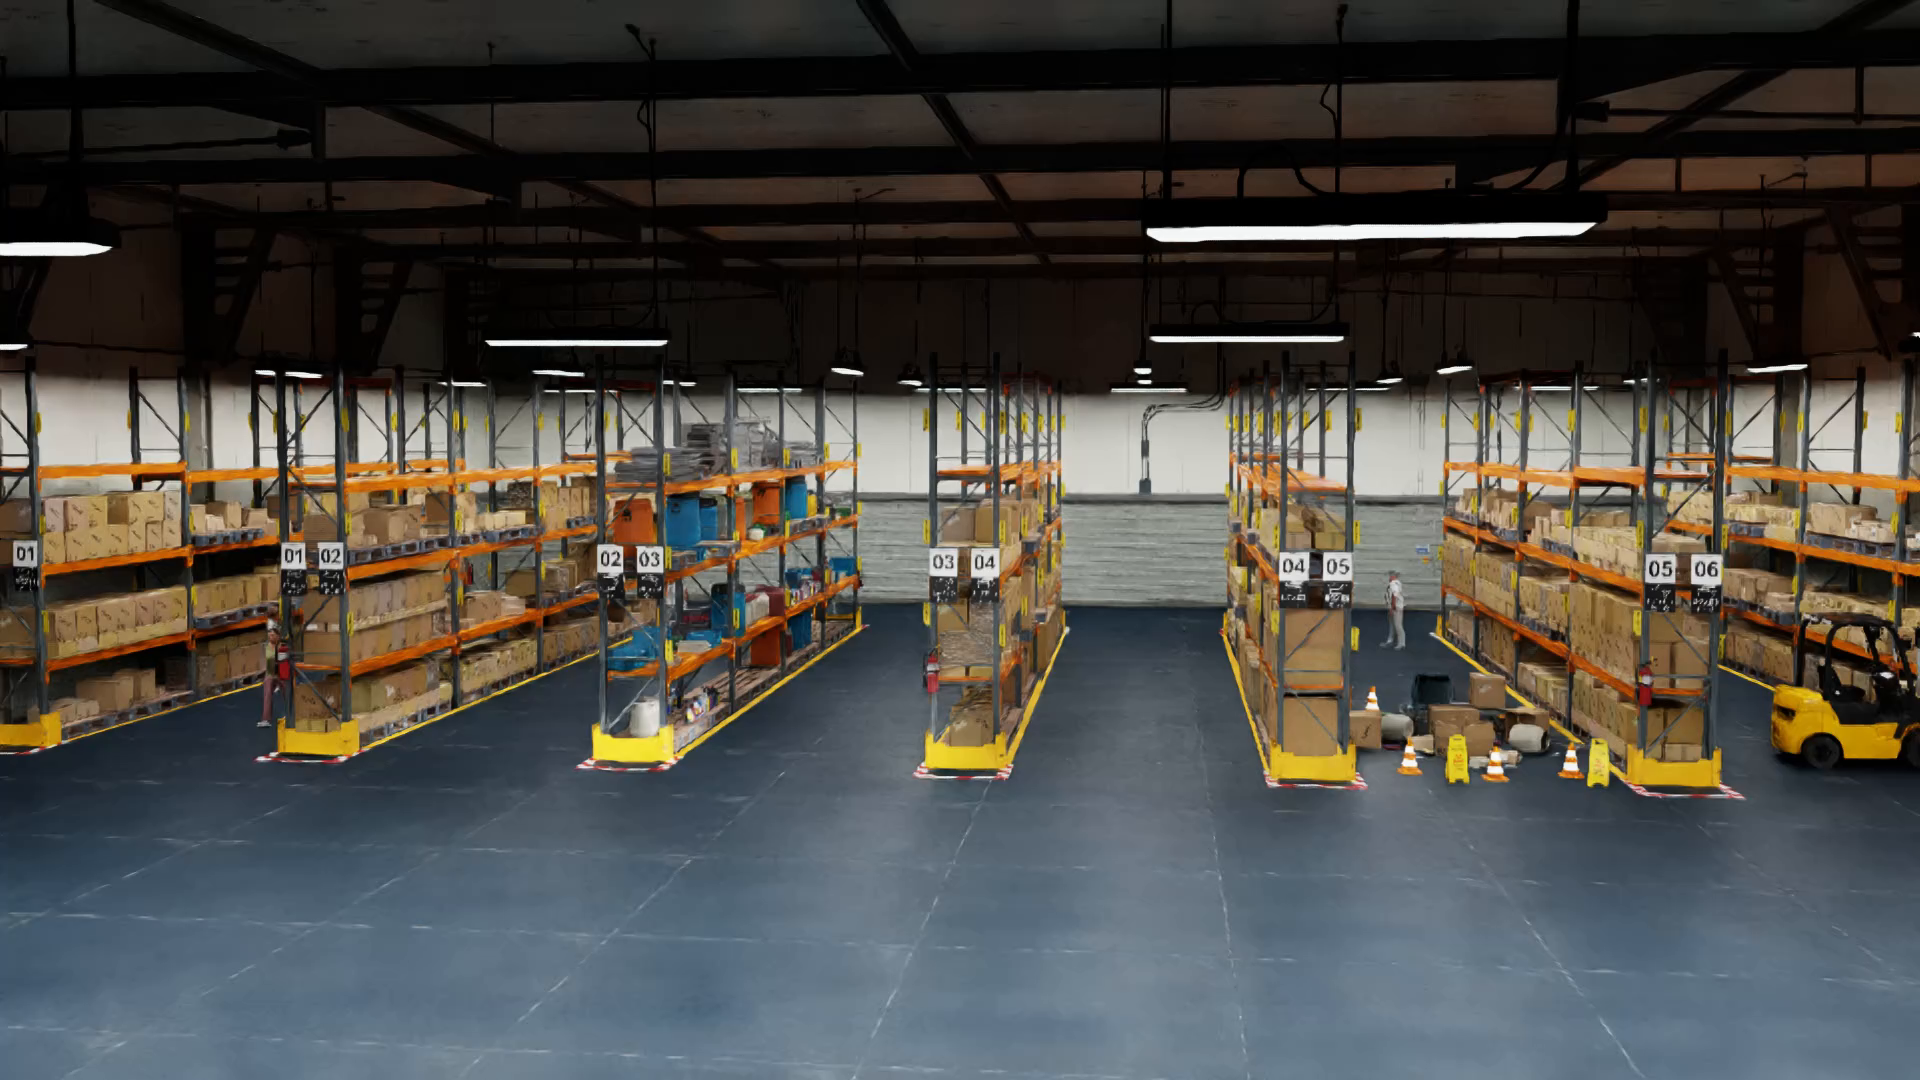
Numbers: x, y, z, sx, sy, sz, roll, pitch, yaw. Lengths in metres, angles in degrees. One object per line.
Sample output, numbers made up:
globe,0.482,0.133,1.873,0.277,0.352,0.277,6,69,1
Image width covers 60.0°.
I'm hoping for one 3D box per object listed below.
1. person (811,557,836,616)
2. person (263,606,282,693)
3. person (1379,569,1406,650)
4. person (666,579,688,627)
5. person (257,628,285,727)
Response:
person,-3.480,1.151,42.951,0.463,1.620,0.924,2,4,22
person,-12.673,2.013,30.757,0.423,1.599,0.499,-1,4,-18
person,9.571,1.519,36.739,0.590,1.737,0.685,1,4,18
person,-6.521,1.473,37.770,0.702,1.735,0.549,0,4,4
person,-11.275,2.248,27.493,0.458,1.612,1.019,0,4,6
